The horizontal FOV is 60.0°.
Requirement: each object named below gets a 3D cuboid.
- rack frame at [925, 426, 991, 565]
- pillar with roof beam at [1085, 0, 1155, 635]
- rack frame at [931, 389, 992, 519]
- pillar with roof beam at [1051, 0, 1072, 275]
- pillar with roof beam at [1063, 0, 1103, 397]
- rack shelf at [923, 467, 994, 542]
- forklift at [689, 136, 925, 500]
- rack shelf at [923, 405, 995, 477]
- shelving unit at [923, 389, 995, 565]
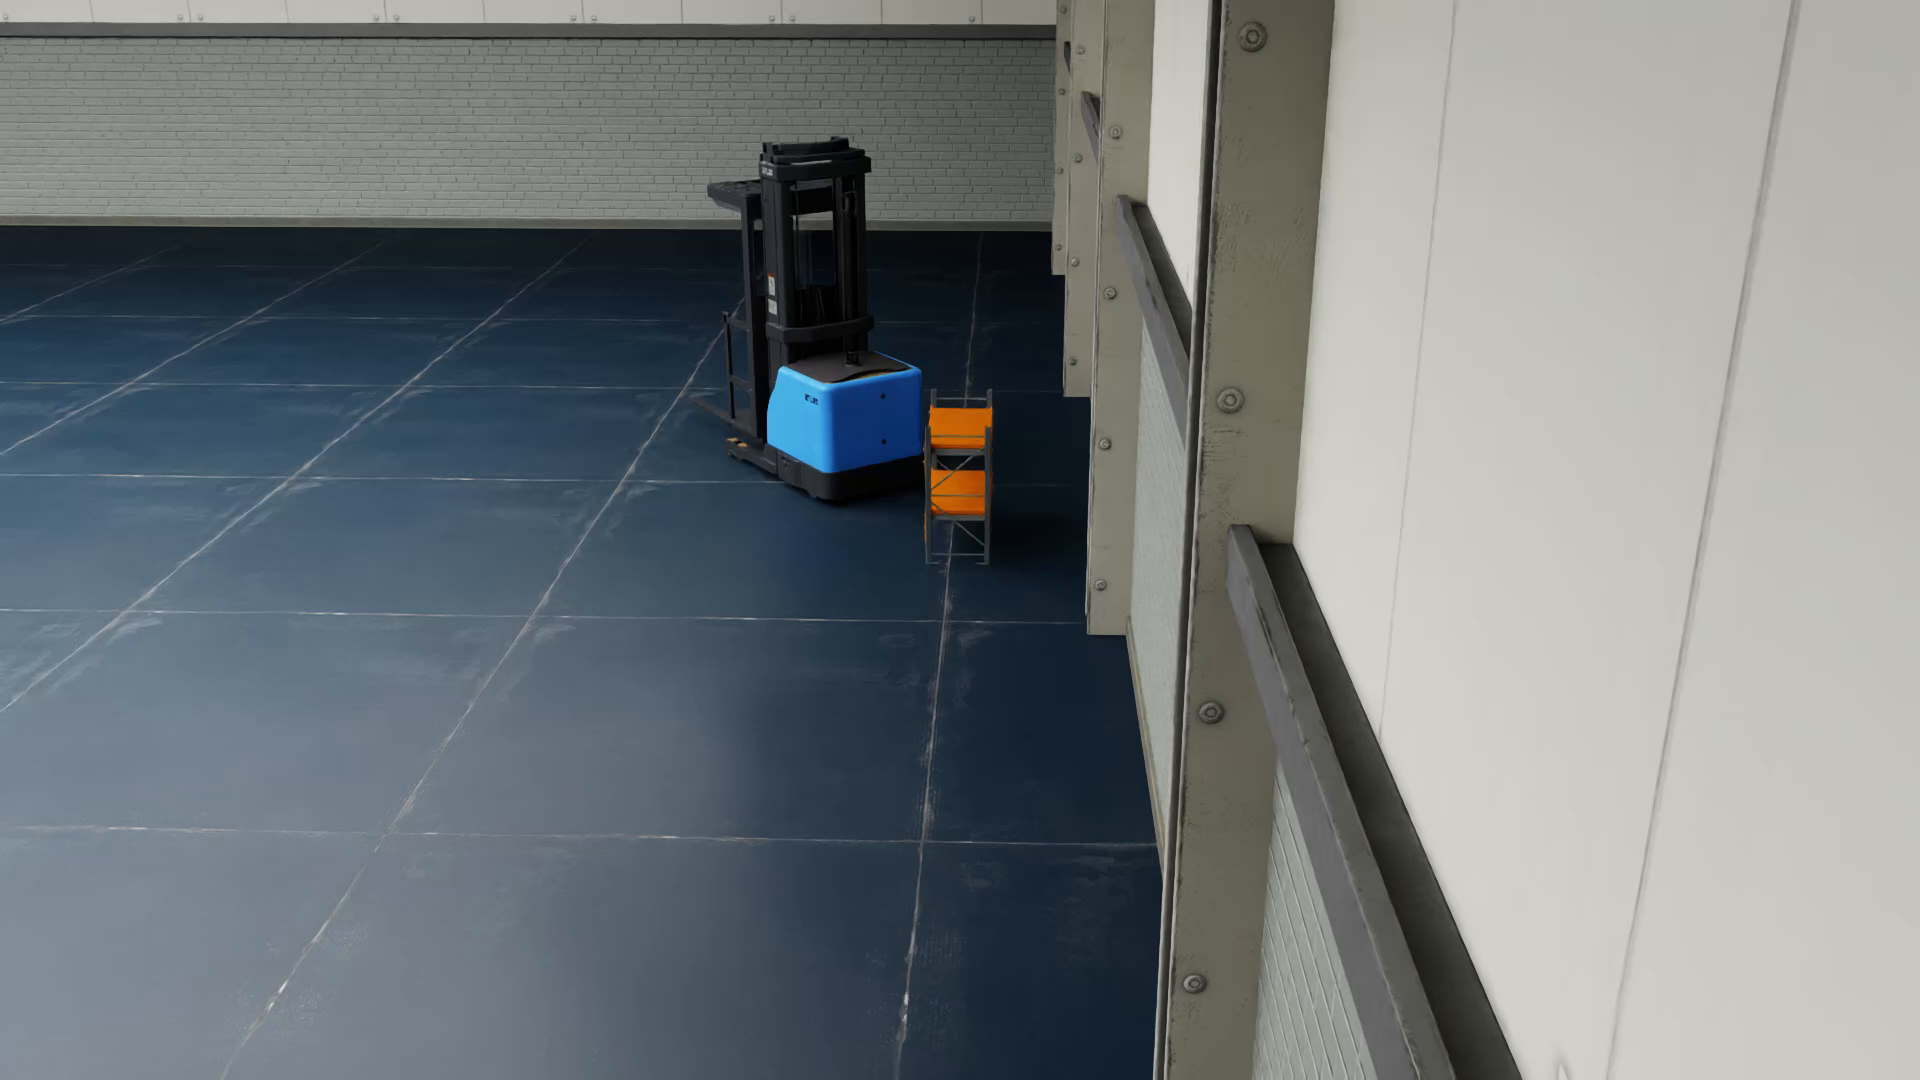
[{"bbox_3d":[-0.016,-0.338,12.845,0.500,1.125,0.032,1,21,2],"label":"rack frame"},{"bbox_3d":[-3.238,-3.642,10.476,9.100,9.000,0.400,1,21,2],"label":"pillar with roof beam"},{"bbox_3d":[0.015,-0.706,13.793,0.500,1.125,0.032,1,21,2],"label":"rack frame"},{"bbox_3d":[-2.873,-7.981,21.658,9.100,9.000,0.400,1,21,2],"label":"pillar with roof beam"},{"bbox_3d":[-3.056,-5.812,16.067,9.100,9.000,0.400,1,21,2],"label":"pillar with roof beam"},{"bbox_3d":[0.000,-0.294,13.408,0.538,0.278,1.000,1,21,2],"label":"rack shelf"},{"bbox_3d":[-1.561,-2.186,15.110,1.130,2.935,3.031,-14,25,-32],"label":"forklift"},{"bbox_3d":[0.000,-0.795,13.213,0.538,0.278,1.000,1,21,2],"label":"rack shelf"},{"bbox_3d":[0.000,-0.522,13.319,0.538,1.125,1.048,1,21,2],"label":"shelving unit"}]
